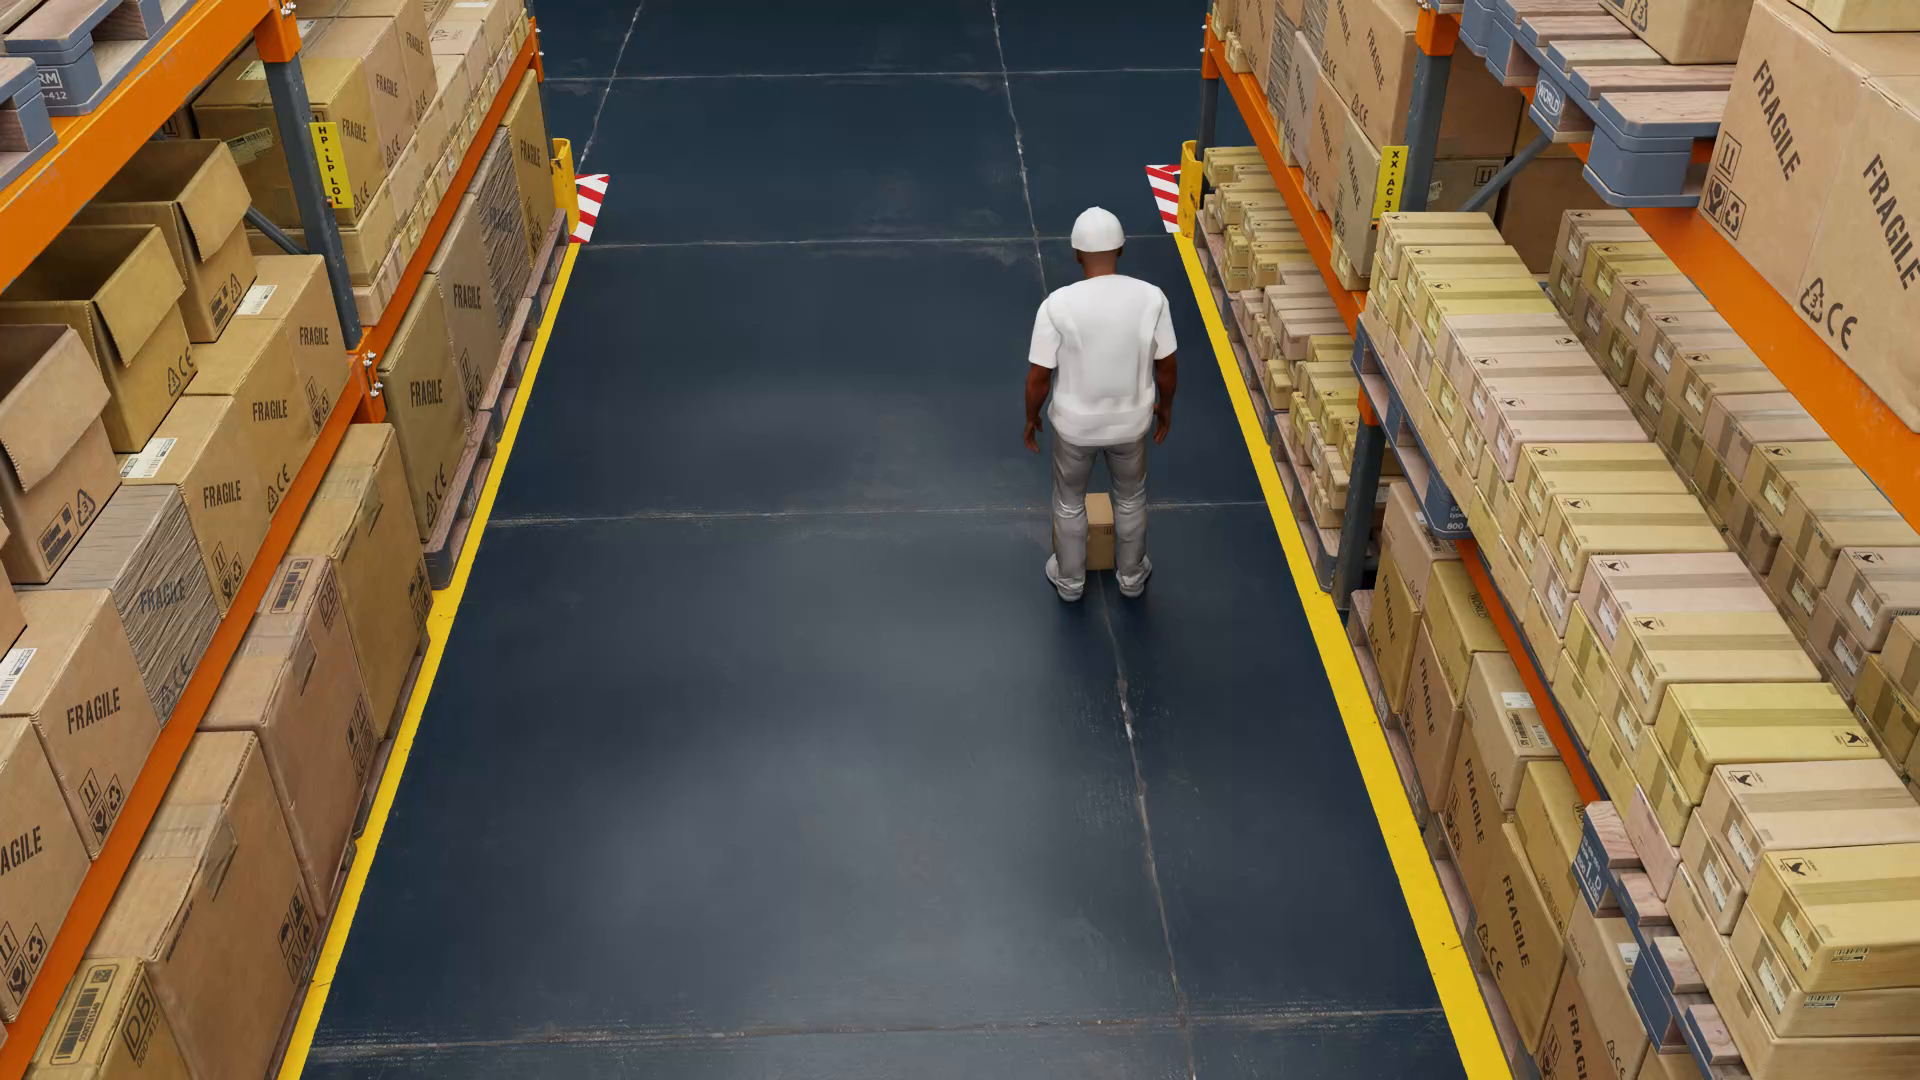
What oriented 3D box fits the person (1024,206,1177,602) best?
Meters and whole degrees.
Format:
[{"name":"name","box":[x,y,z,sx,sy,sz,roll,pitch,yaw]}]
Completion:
[{"name":"person","box":[0.573,-0.523,6.877,0.632,1.759,0.461,-4,35,-5]}]
